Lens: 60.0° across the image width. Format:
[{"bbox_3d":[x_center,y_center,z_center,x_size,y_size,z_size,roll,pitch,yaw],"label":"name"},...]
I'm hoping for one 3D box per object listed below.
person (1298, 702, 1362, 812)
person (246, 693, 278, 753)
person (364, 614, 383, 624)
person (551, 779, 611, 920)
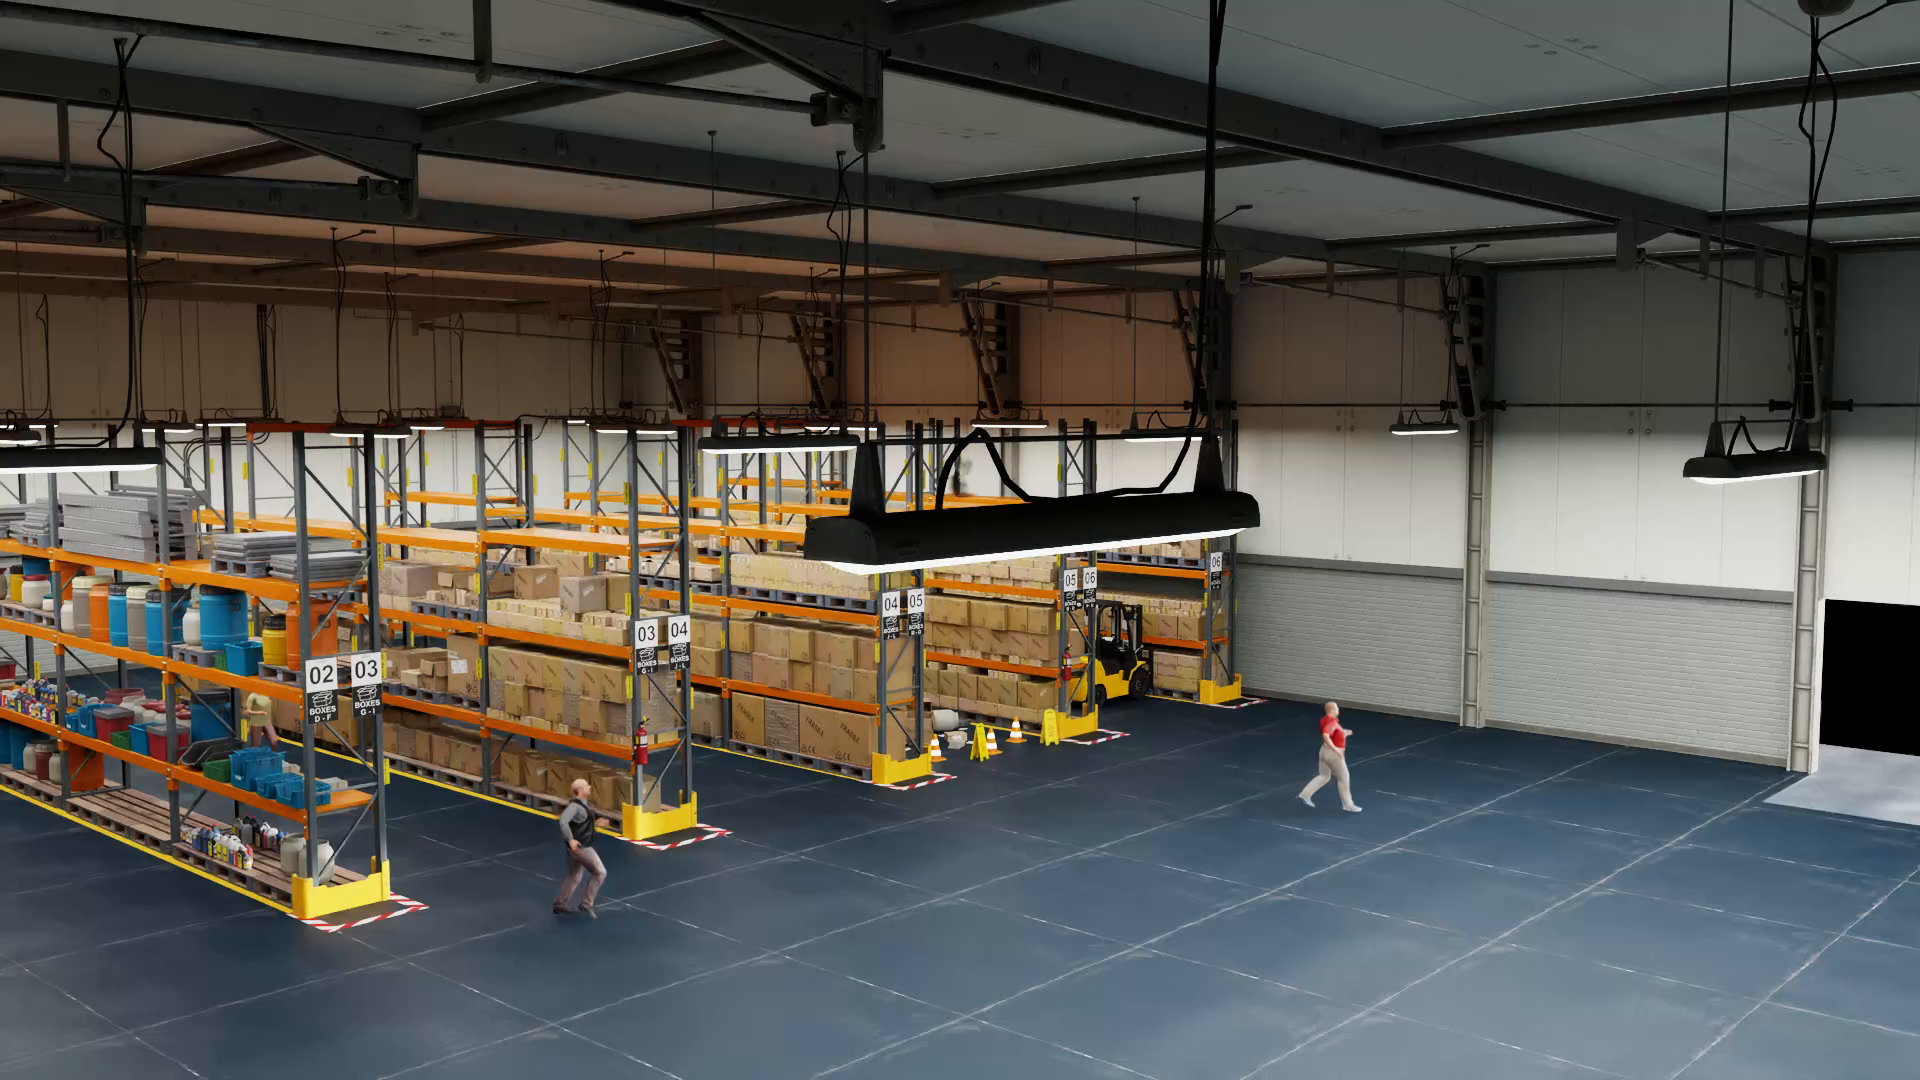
[{"bbox_3d":[5.742,3.348,25.710,0.989,1.716,0.662,-1,5,-12],"label":"person"},{"bbox_3d":[-11.964,3.182,28.414,0.759,1.697,0.525,4,6,39],"label":"person"},{"bbox_3d":[-13.953,2.243,39.461,0.683,1.775,0.826,2,5,26],"label":"person"},{"bbox_3d":[-4.669,3.814,20.501,0.746,1.760,0.647,-2,5,-20],"label":"person"}]
